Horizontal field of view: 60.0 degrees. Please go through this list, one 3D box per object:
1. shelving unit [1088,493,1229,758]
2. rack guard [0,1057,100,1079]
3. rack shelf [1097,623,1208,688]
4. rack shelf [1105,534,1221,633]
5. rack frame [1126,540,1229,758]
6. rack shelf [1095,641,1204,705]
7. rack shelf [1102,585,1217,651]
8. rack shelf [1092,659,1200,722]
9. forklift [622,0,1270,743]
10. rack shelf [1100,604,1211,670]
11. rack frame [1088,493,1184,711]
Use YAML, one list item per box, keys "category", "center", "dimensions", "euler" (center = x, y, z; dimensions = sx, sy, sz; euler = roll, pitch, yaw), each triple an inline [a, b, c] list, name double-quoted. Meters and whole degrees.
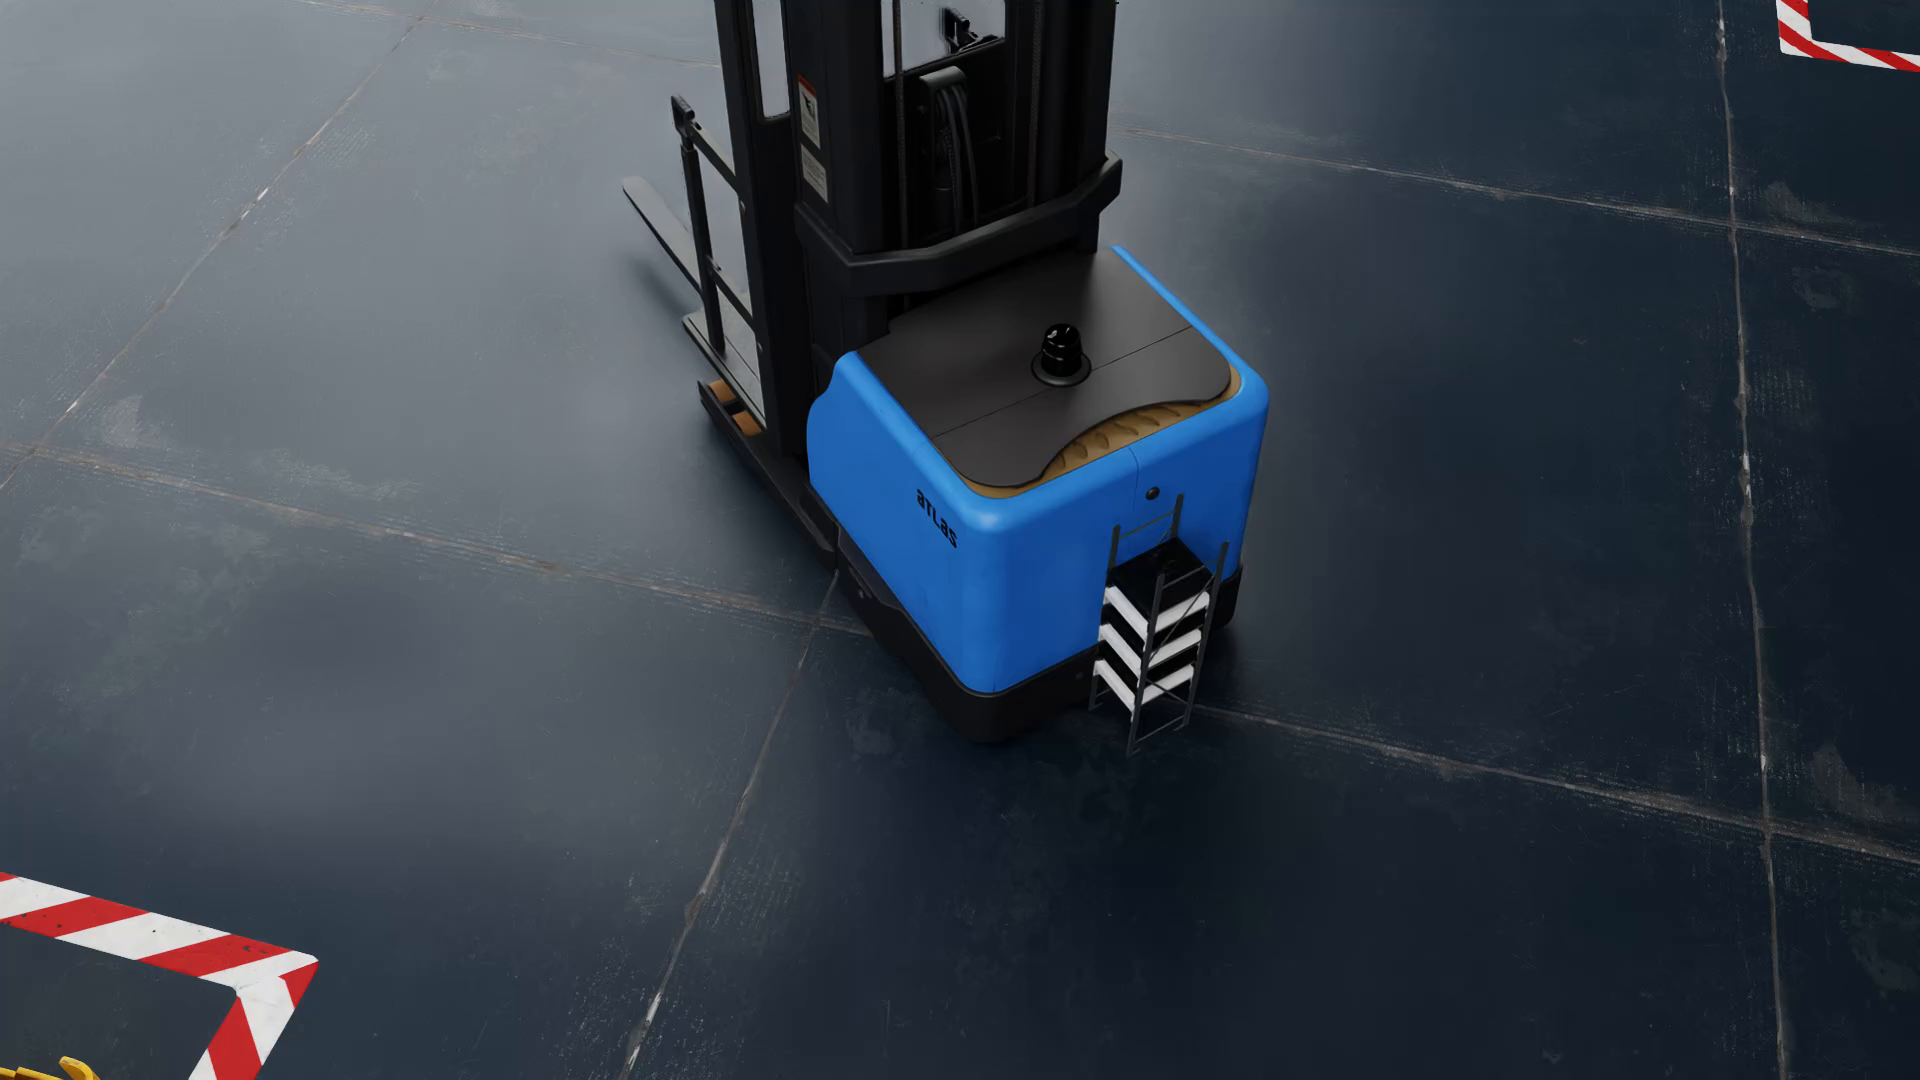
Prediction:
- category: "shelving unit"
  center: [0.570, 0.272, 4.905]
  dimensions: [0.258, 0.900, 0.210]
  euler: [-26, 55, -21]
- category: "rack guard"
  center: [-2.651, 1.437, 4.149]
  dimensions: [1.175, 0.500, 0.348]
  euler: [12, 50, 10]
- category: "rack shelf"
  center: [0.570, 0.293, 4.931]
  dimensions: [0.258, 0.077, 0.200]
  euler: [-26, 55, -21]
- category: "rack shelf"
  center: [0.575, 0.120, 4.723]
  dimensions: [0.258, 0.077, 0.200]
  euler: [-26, 55, -21]
- category: "rack frame"
  center: [0.625, 0.338, 4.851]
  dimensions: [0.240, 0.900, 0.006]
  euler: [-26, 55, -21]
- category: "rack shelf"
  center: [0.568, 0.350, 5.000]
  dimensions: [0.258, 0.077, 0.200]
  euler: [-26, 55, -21]
- category: "rack shelf"
  center: [0.573, 0.178, 4.792]
  dimensions: [0.258, 0.077, 0.200]
  euler: [-26, 55, -21]
- category: "rack shelf"
  center: [0.566, 0.408, 5.069]
  dimensions: [0.258, 0.077, 0.200]
  euler: [-26, 55, -21]
- category: "forklift"
  center: [-0.296, -1.442, 5.068]
  dimensions: [1.130, 2.935, 3.031]
  euler: [-25, 53, -20]
- category: "rack shelf"
  center: [0.571, 0.235, 4.862]
  dimensions: [0.258, 0.077, 0.200]
  euler: [-26, 55, -21]
- category: "rack frame"
  center: [0.516, 0.205, 4.959]
  dimensions: [0.240, 0.900, 0.006]
  euler: [-26, 55, -21]
